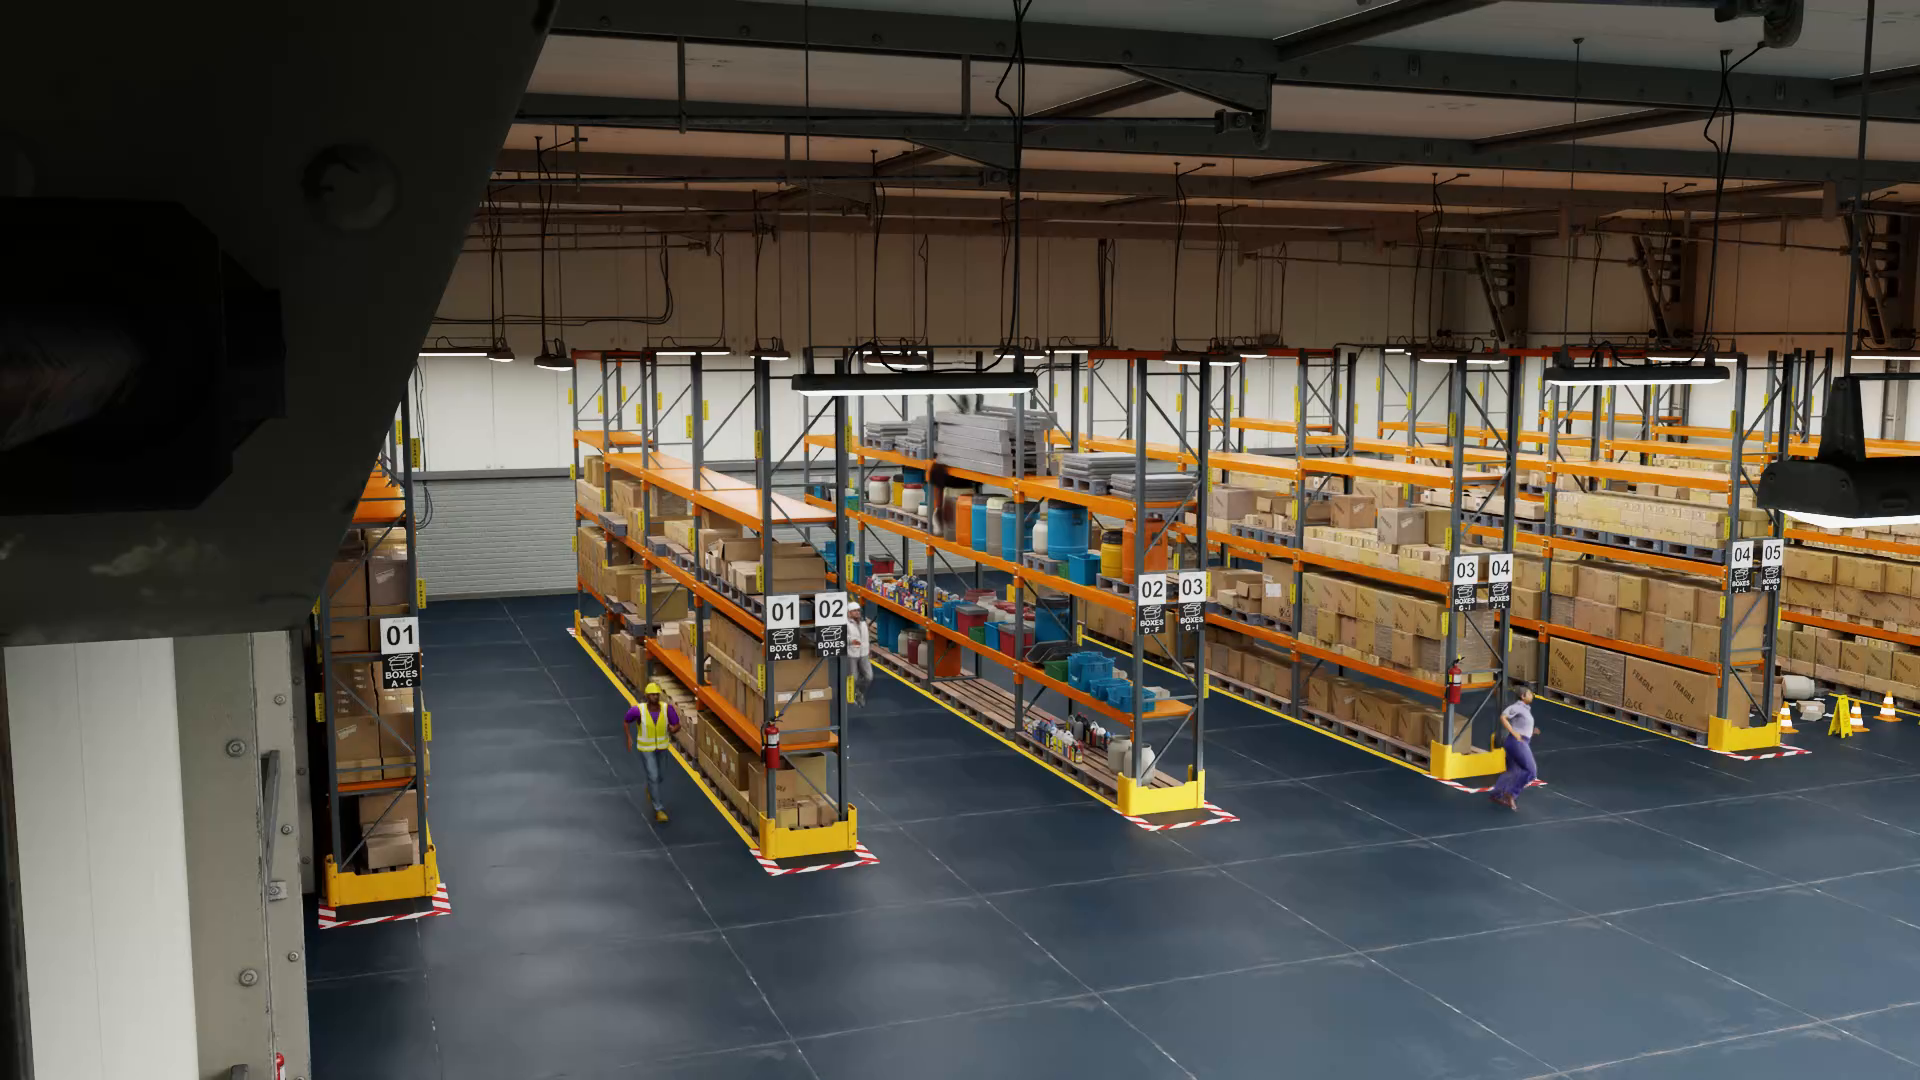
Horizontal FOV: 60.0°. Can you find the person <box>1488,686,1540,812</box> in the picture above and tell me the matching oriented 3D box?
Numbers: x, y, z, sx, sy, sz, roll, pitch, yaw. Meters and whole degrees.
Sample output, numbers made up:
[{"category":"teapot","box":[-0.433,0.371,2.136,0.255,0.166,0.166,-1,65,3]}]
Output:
[{"category":"person","box":[7.454,2.782,22.324,0.607,1.623,0.685,3,8,21]}]

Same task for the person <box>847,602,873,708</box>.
[{"category":"person","box":[-1.670,1.905,27.310,0.642,1.767,0.647,-4,8,-30]}]

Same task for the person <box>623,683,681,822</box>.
[{"category":"person","box":[-4.010,2.726,21.774,0.701,1.750,0.981,-4,8,-28]}]
